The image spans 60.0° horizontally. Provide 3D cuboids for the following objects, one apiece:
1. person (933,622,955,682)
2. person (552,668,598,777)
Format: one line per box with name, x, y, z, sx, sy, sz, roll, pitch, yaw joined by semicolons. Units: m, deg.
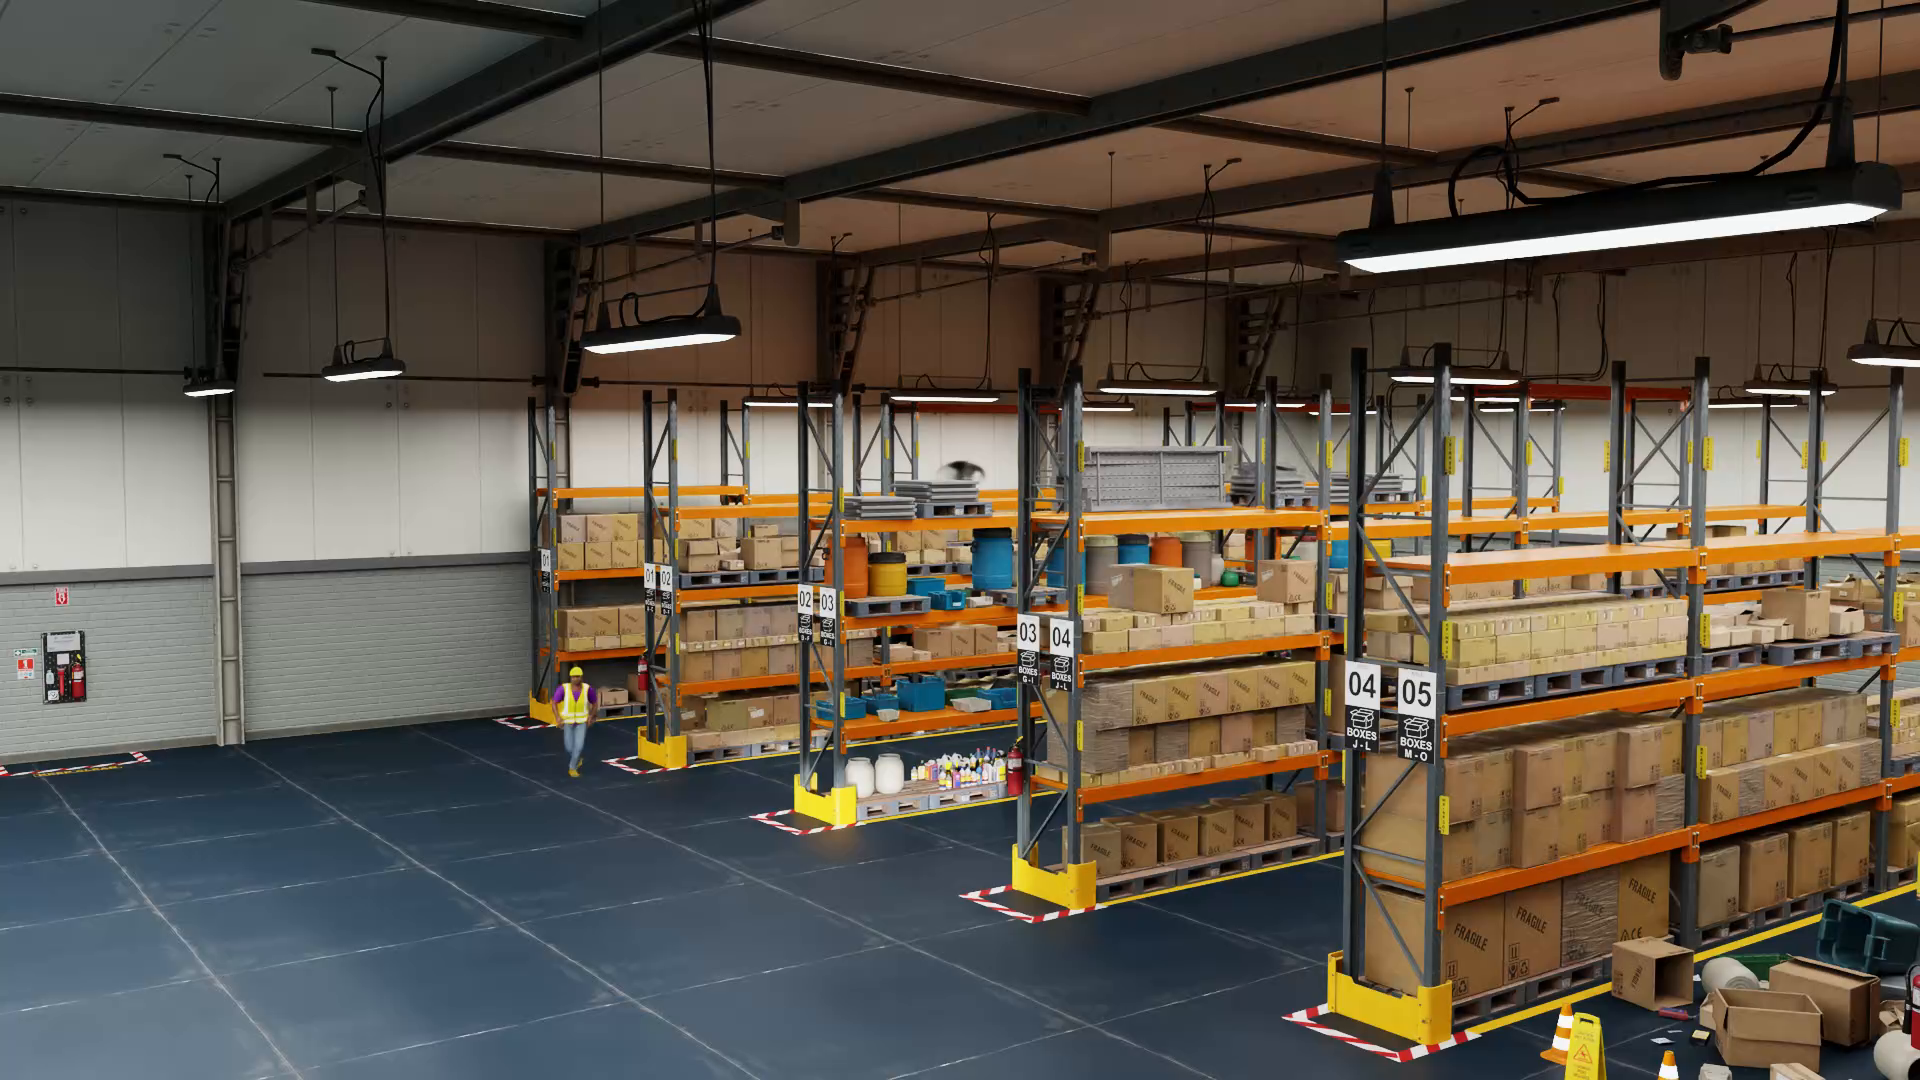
person;-0.372;2.364;33.580;0.884;1.710;0.735;-2;4;-26
person;-5.938;2.804;25.667;0.695;1.698;0.562;-1;3;-13
